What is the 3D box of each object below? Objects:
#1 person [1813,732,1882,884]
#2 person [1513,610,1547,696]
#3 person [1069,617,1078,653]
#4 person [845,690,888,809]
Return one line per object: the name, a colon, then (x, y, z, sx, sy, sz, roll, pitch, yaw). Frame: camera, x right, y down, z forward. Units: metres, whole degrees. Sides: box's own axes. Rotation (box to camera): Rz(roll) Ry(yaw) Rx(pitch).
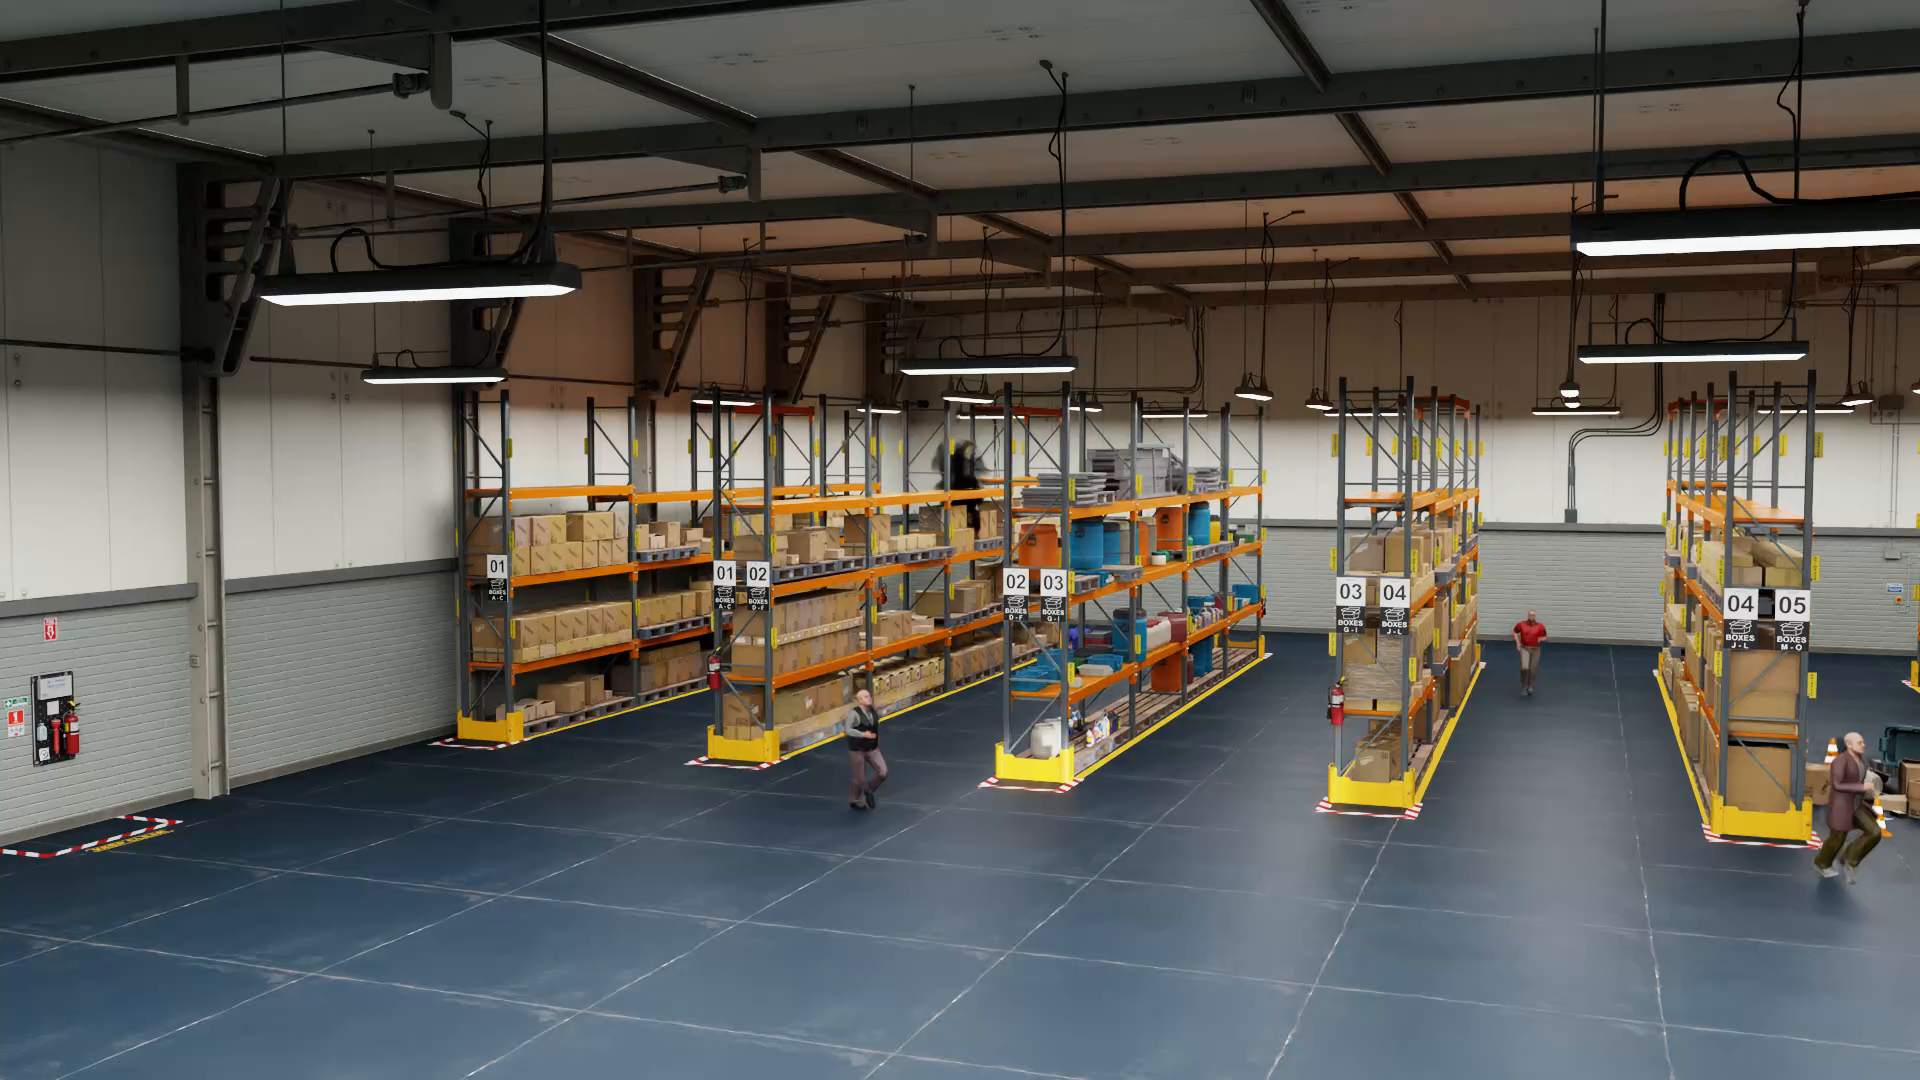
person: (10.191, 3.062, 19.066, 0.755, 1.749, 0.868, -2, 4, -28)
person: (11.560, 2.305, 33.706, 0.635, 1.780, 0.759, 1, 3, 11)
person: (2.430, 2.348, 33.670, 0.572, 1.601, 0.617, 1, 3, 12)
person: (-1.310, 2.885, 22.838, 0.652, 1.676, 0.693, -3, 4, -40)
